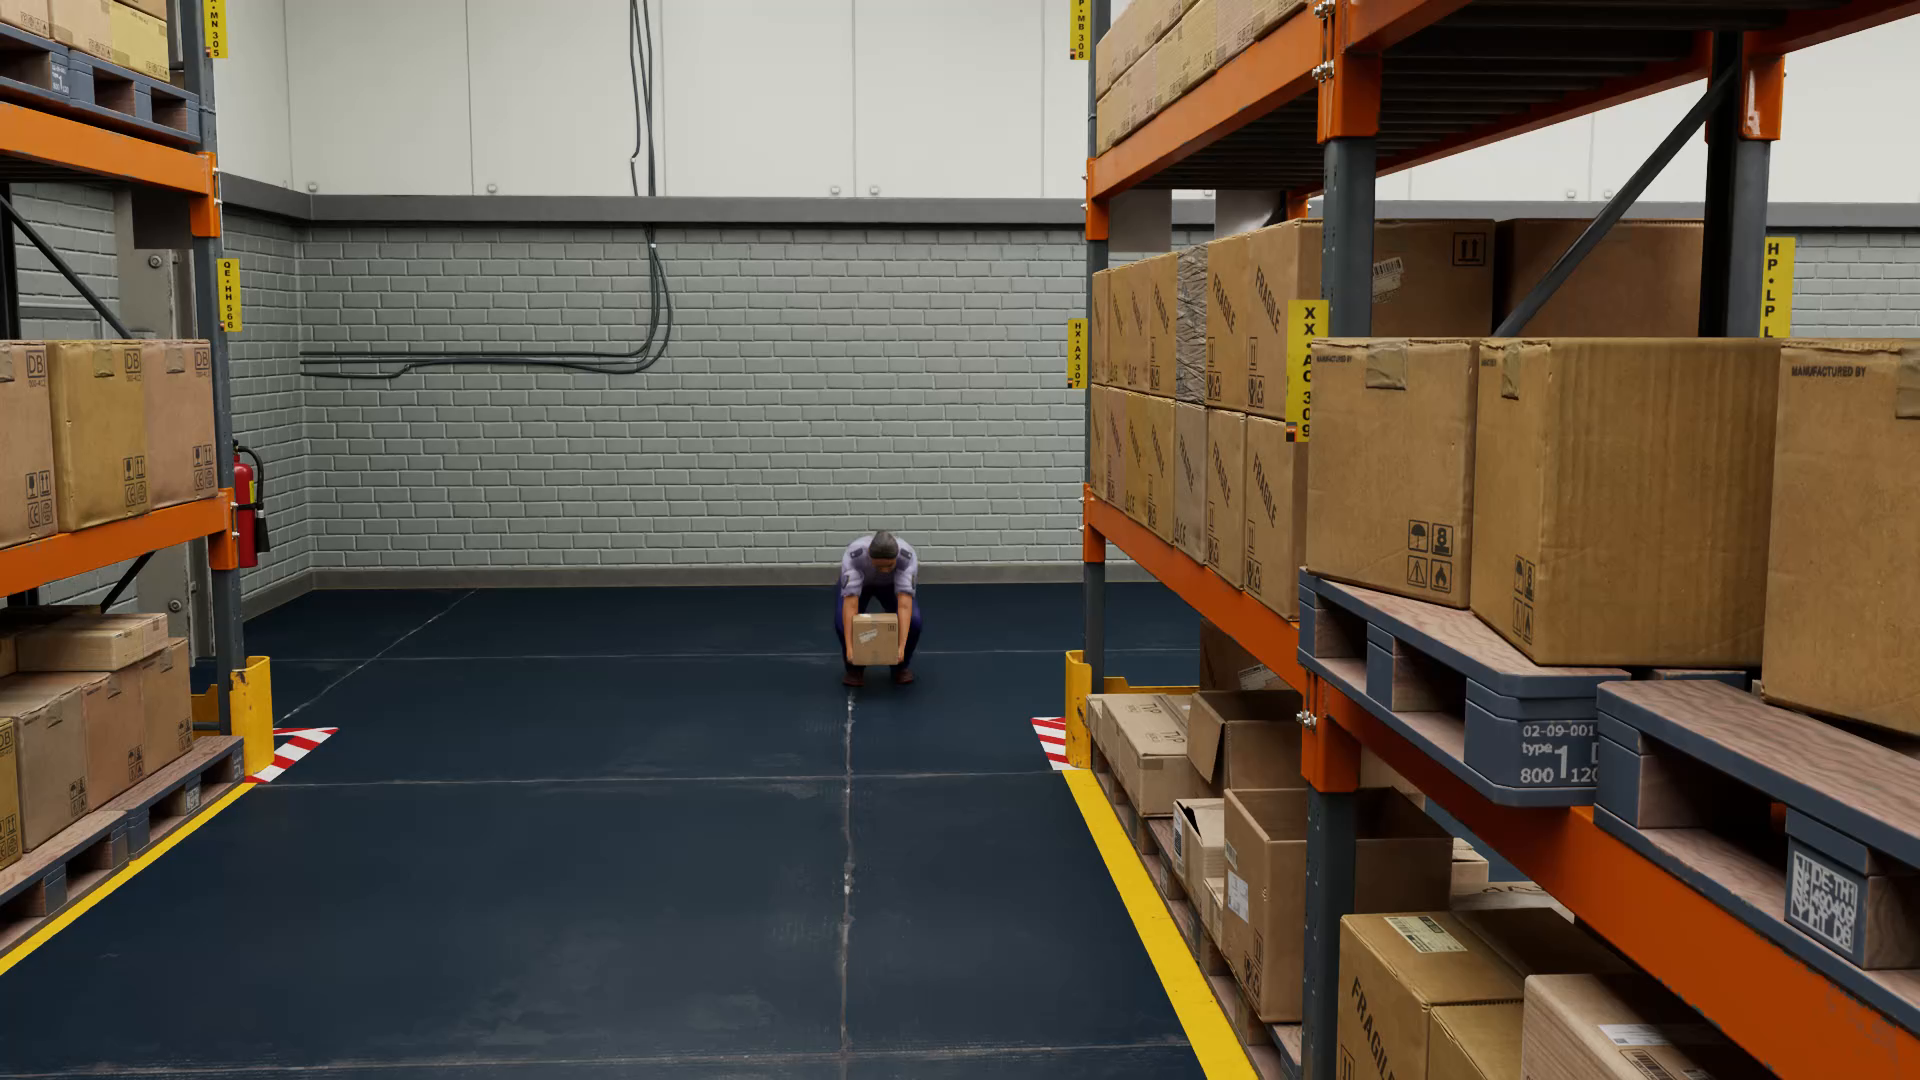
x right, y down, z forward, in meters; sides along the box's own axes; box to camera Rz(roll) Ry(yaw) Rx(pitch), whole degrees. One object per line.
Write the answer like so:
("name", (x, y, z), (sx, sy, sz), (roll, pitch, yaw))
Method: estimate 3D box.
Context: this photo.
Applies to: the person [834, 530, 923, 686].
("person", (-0.474, 0.380, 9.634), (0.514, 0.945, 0.866), (-1, 7, -6))
